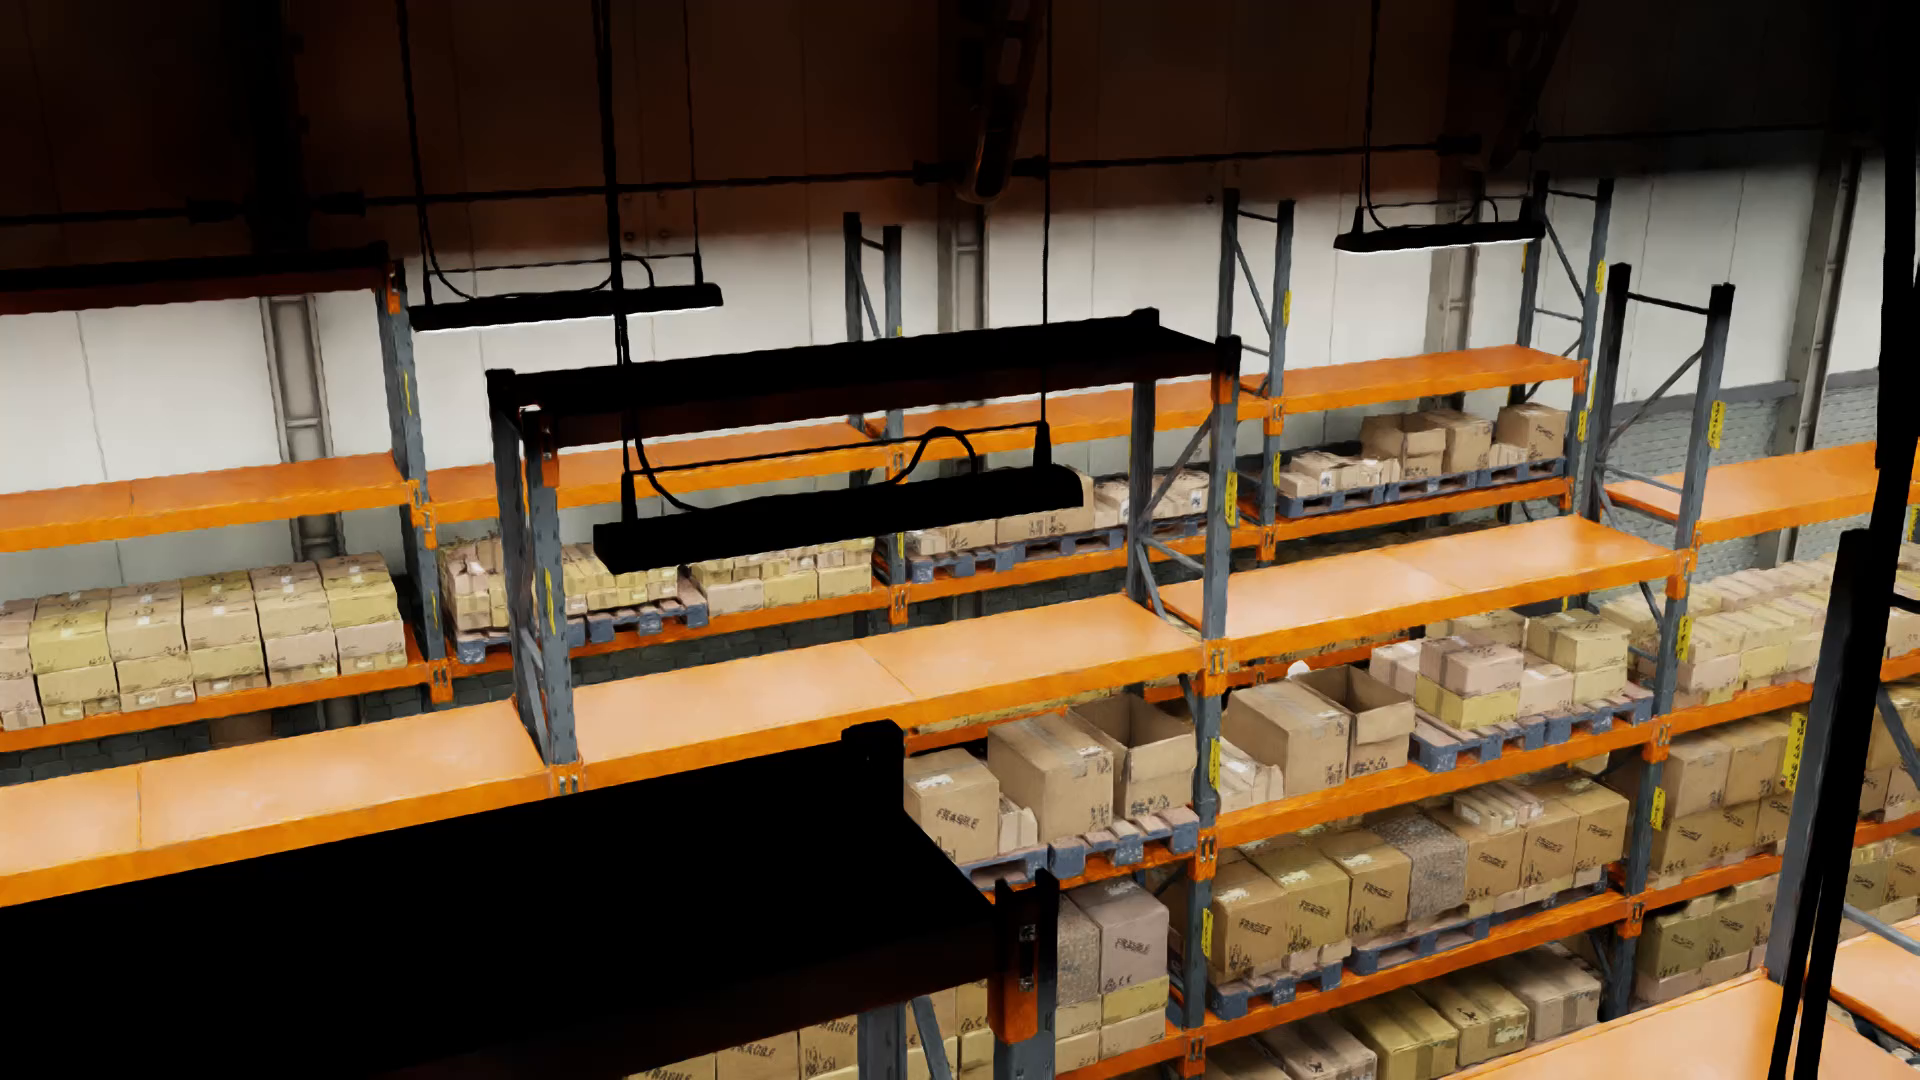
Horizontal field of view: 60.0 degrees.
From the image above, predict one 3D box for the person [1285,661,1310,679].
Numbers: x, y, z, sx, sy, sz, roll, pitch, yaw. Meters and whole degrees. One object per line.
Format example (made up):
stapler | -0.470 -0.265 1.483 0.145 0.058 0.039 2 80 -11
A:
person | 3.222 2.008 16.075 0.672 1.782 0.589 0 19 0
